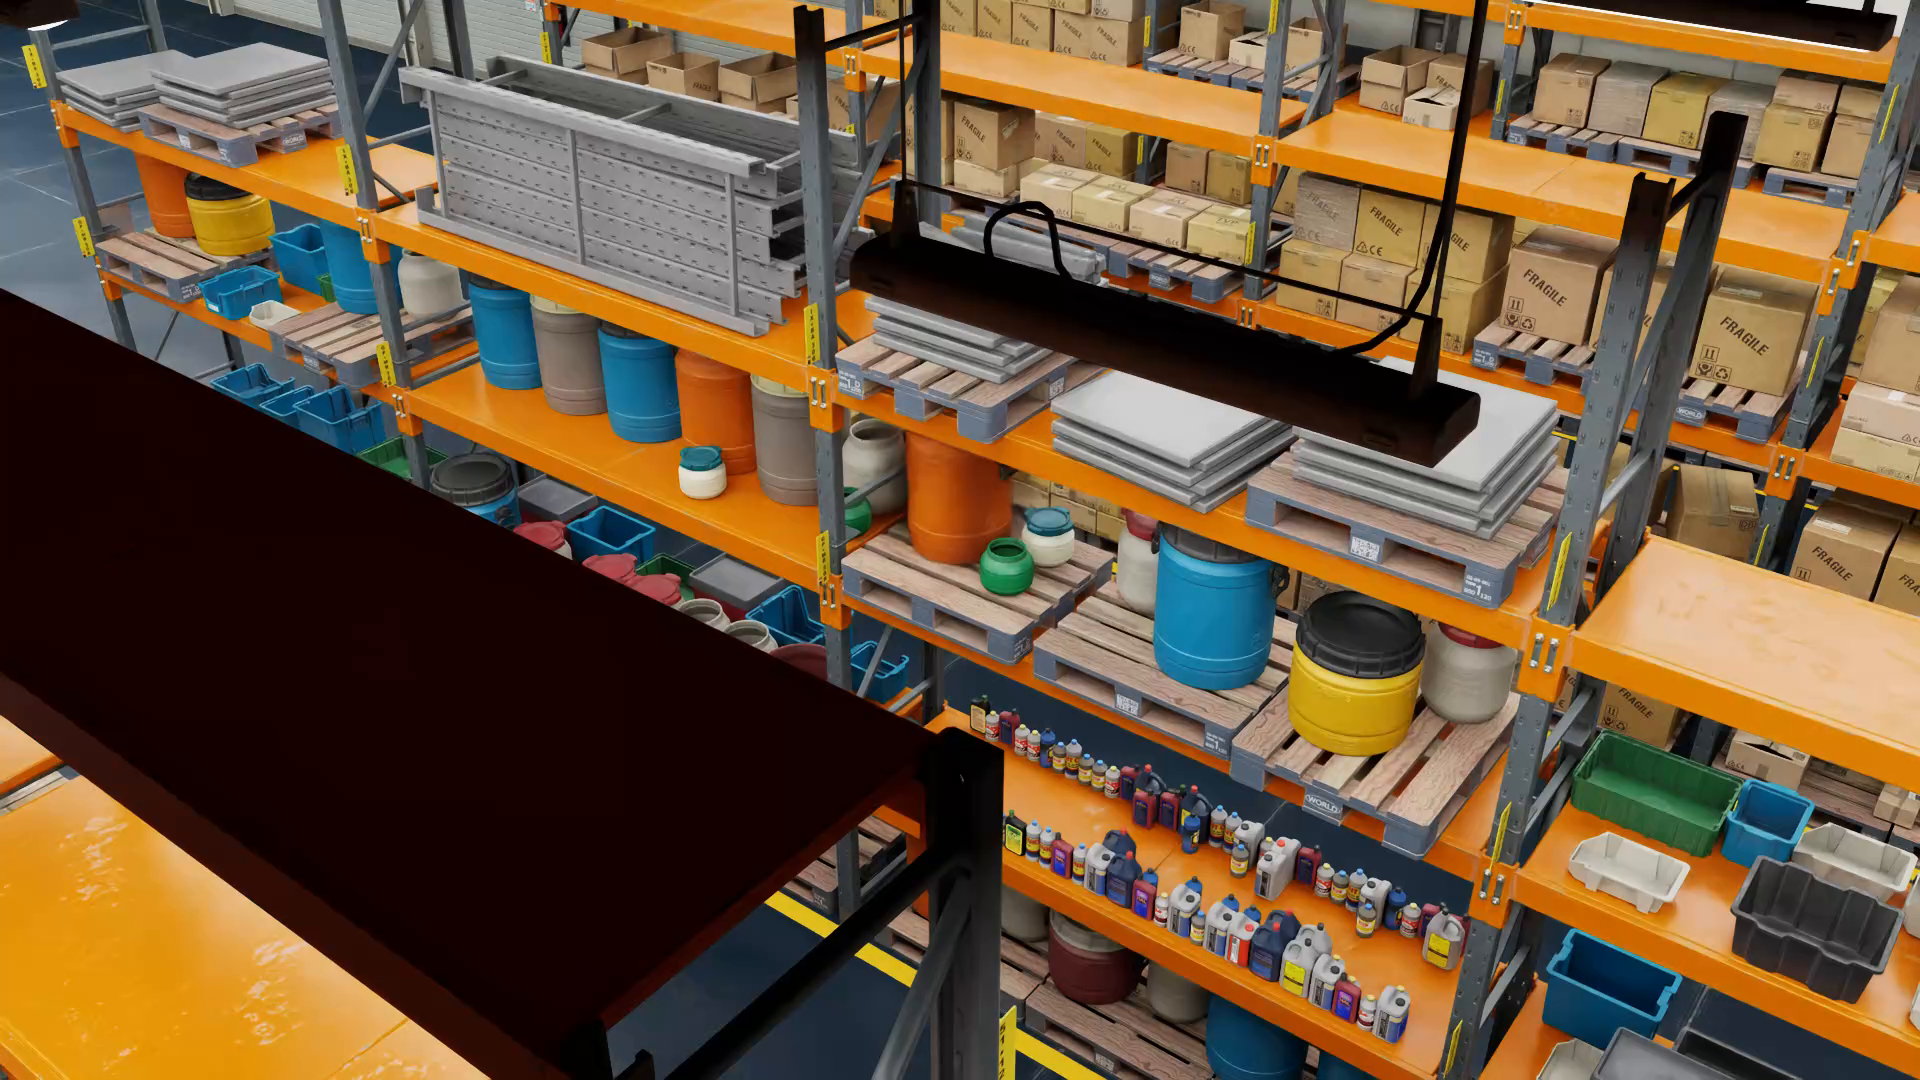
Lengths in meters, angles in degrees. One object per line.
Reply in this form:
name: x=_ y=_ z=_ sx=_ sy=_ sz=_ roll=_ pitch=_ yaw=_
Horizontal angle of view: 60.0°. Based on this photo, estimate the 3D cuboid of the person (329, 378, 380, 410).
person: x=-5.872 y=-1.468 z=16.121 sx=0.833 sy=1.615 sz=0.474 roll=14 pitch=34 yaw=22

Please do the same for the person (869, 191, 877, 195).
person: x=-1.221 y=-3.595 z=19.564 sx=0.605 sy=1.788 sz=0.562 roll=-4 pitch=32 yaw=-7
